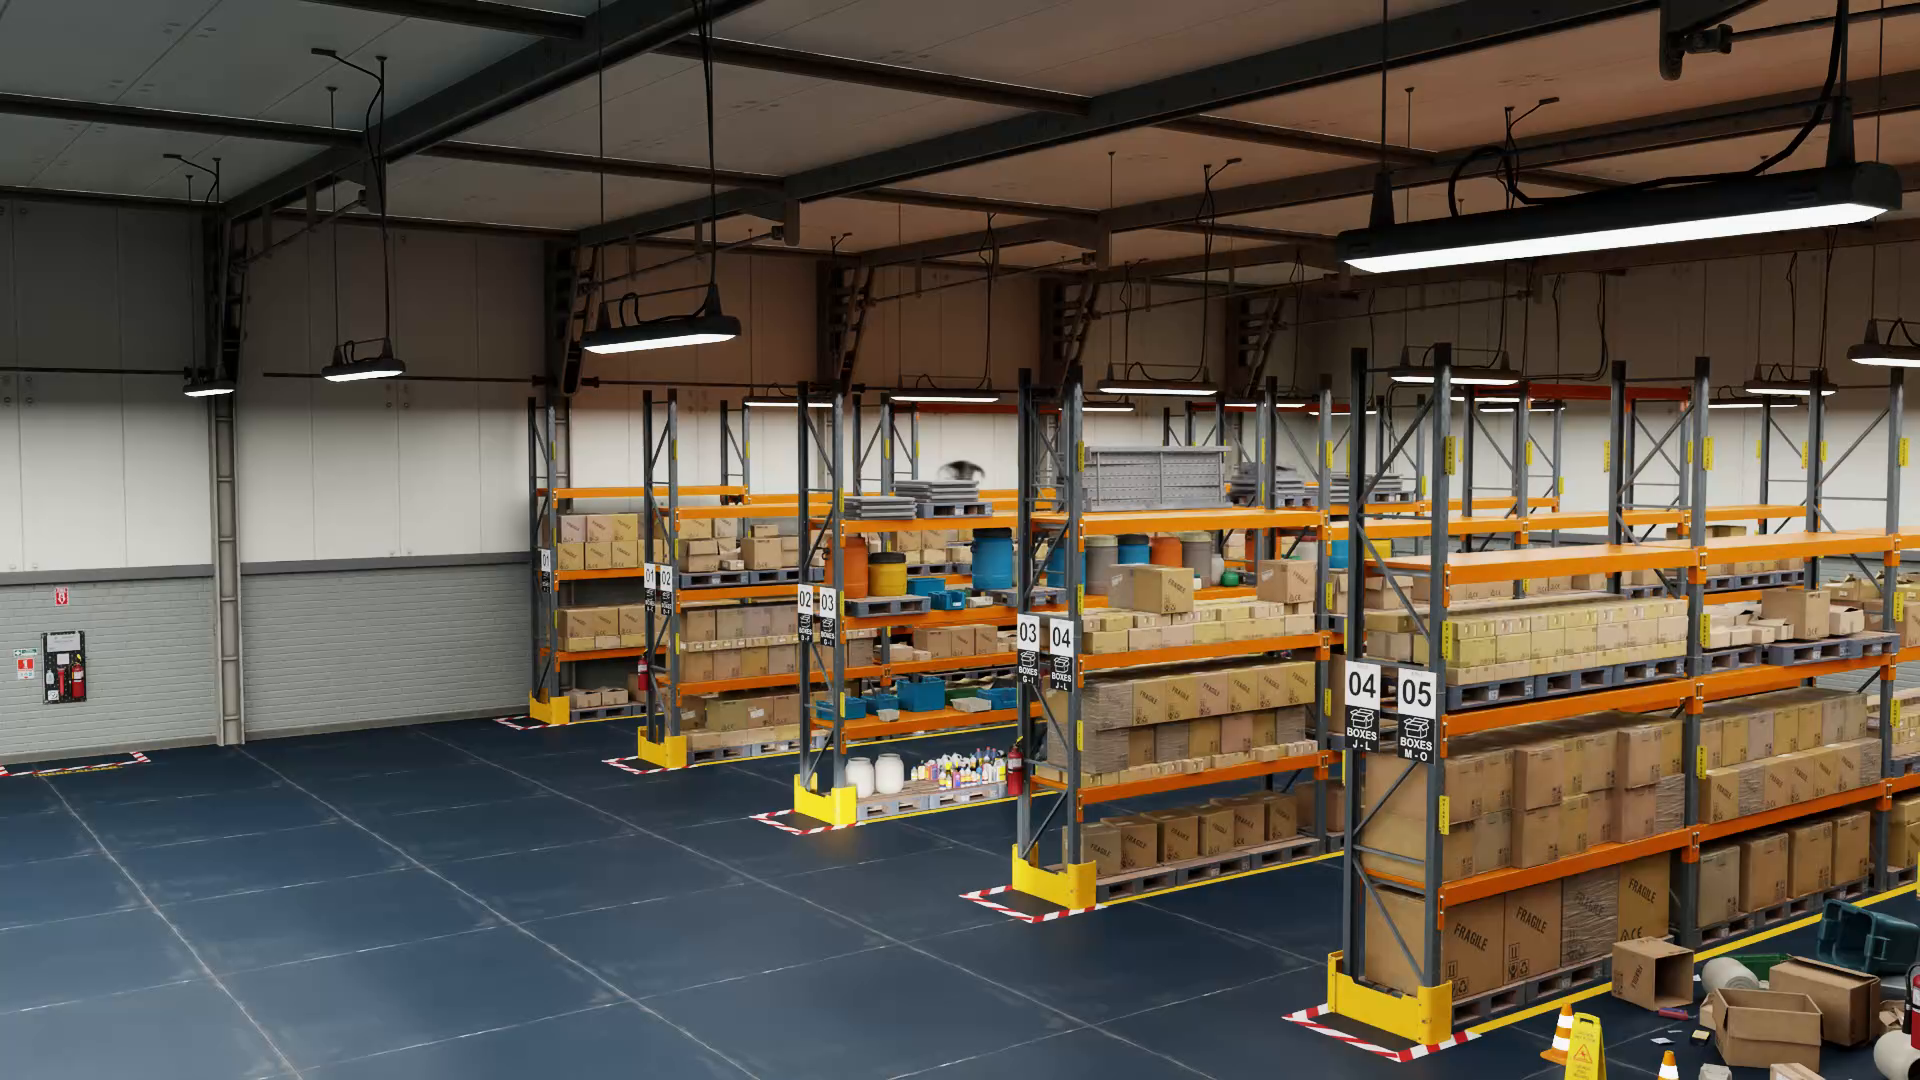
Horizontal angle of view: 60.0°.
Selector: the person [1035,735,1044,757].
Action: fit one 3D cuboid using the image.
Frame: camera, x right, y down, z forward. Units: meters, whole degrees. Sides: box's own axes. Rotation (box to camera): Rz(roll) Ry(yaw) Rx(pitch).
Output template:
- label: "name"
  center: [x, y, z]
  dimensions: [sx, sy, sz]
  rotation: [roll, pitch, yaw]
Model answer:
- label: "person"
  center: [1.149, 2.779, 27.034]
  dimensions: [0.427, 1.611, 0.536]
  rotation: [0, 3, -4]
